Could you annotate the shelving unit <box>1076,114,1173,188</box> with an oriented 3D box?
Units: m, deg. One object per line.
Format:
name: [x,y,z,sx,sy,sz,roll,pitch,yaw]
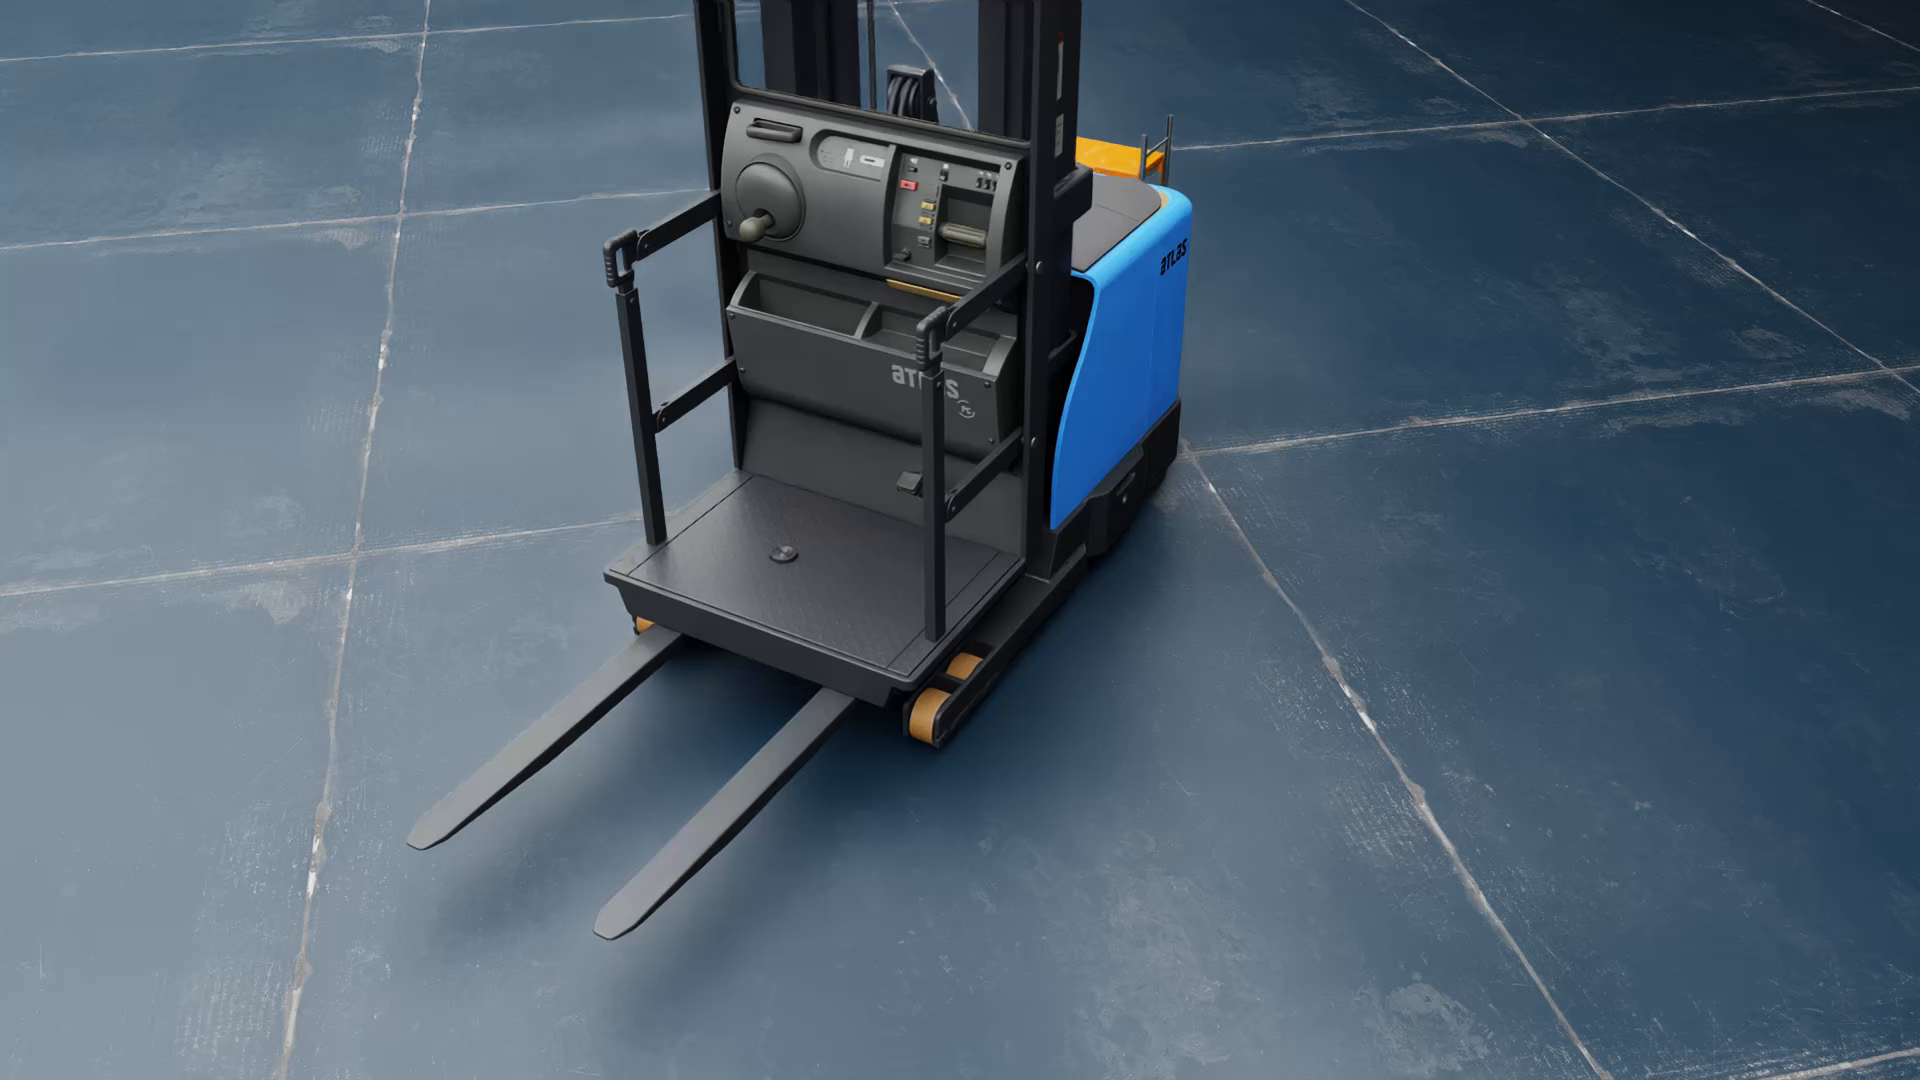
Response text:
shelving unit: [0.465,-0.994,6.152,0.503,1.200,0.258,17,37,24]

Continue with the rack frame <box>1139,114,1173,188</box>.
rack frame: [0.678,-0.928,6.054,0.015,1.200,0.240,17,37,24]

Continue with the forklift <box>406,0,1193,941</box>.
forklift: [-0.370,-0.910,4.475,1.130,2.935,3.031,18,38,24]

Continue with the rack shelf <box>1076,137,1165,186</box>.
rack shelf: [0.467,-1.322,5.935,0.480,0.148,0.258,17,37,24]
